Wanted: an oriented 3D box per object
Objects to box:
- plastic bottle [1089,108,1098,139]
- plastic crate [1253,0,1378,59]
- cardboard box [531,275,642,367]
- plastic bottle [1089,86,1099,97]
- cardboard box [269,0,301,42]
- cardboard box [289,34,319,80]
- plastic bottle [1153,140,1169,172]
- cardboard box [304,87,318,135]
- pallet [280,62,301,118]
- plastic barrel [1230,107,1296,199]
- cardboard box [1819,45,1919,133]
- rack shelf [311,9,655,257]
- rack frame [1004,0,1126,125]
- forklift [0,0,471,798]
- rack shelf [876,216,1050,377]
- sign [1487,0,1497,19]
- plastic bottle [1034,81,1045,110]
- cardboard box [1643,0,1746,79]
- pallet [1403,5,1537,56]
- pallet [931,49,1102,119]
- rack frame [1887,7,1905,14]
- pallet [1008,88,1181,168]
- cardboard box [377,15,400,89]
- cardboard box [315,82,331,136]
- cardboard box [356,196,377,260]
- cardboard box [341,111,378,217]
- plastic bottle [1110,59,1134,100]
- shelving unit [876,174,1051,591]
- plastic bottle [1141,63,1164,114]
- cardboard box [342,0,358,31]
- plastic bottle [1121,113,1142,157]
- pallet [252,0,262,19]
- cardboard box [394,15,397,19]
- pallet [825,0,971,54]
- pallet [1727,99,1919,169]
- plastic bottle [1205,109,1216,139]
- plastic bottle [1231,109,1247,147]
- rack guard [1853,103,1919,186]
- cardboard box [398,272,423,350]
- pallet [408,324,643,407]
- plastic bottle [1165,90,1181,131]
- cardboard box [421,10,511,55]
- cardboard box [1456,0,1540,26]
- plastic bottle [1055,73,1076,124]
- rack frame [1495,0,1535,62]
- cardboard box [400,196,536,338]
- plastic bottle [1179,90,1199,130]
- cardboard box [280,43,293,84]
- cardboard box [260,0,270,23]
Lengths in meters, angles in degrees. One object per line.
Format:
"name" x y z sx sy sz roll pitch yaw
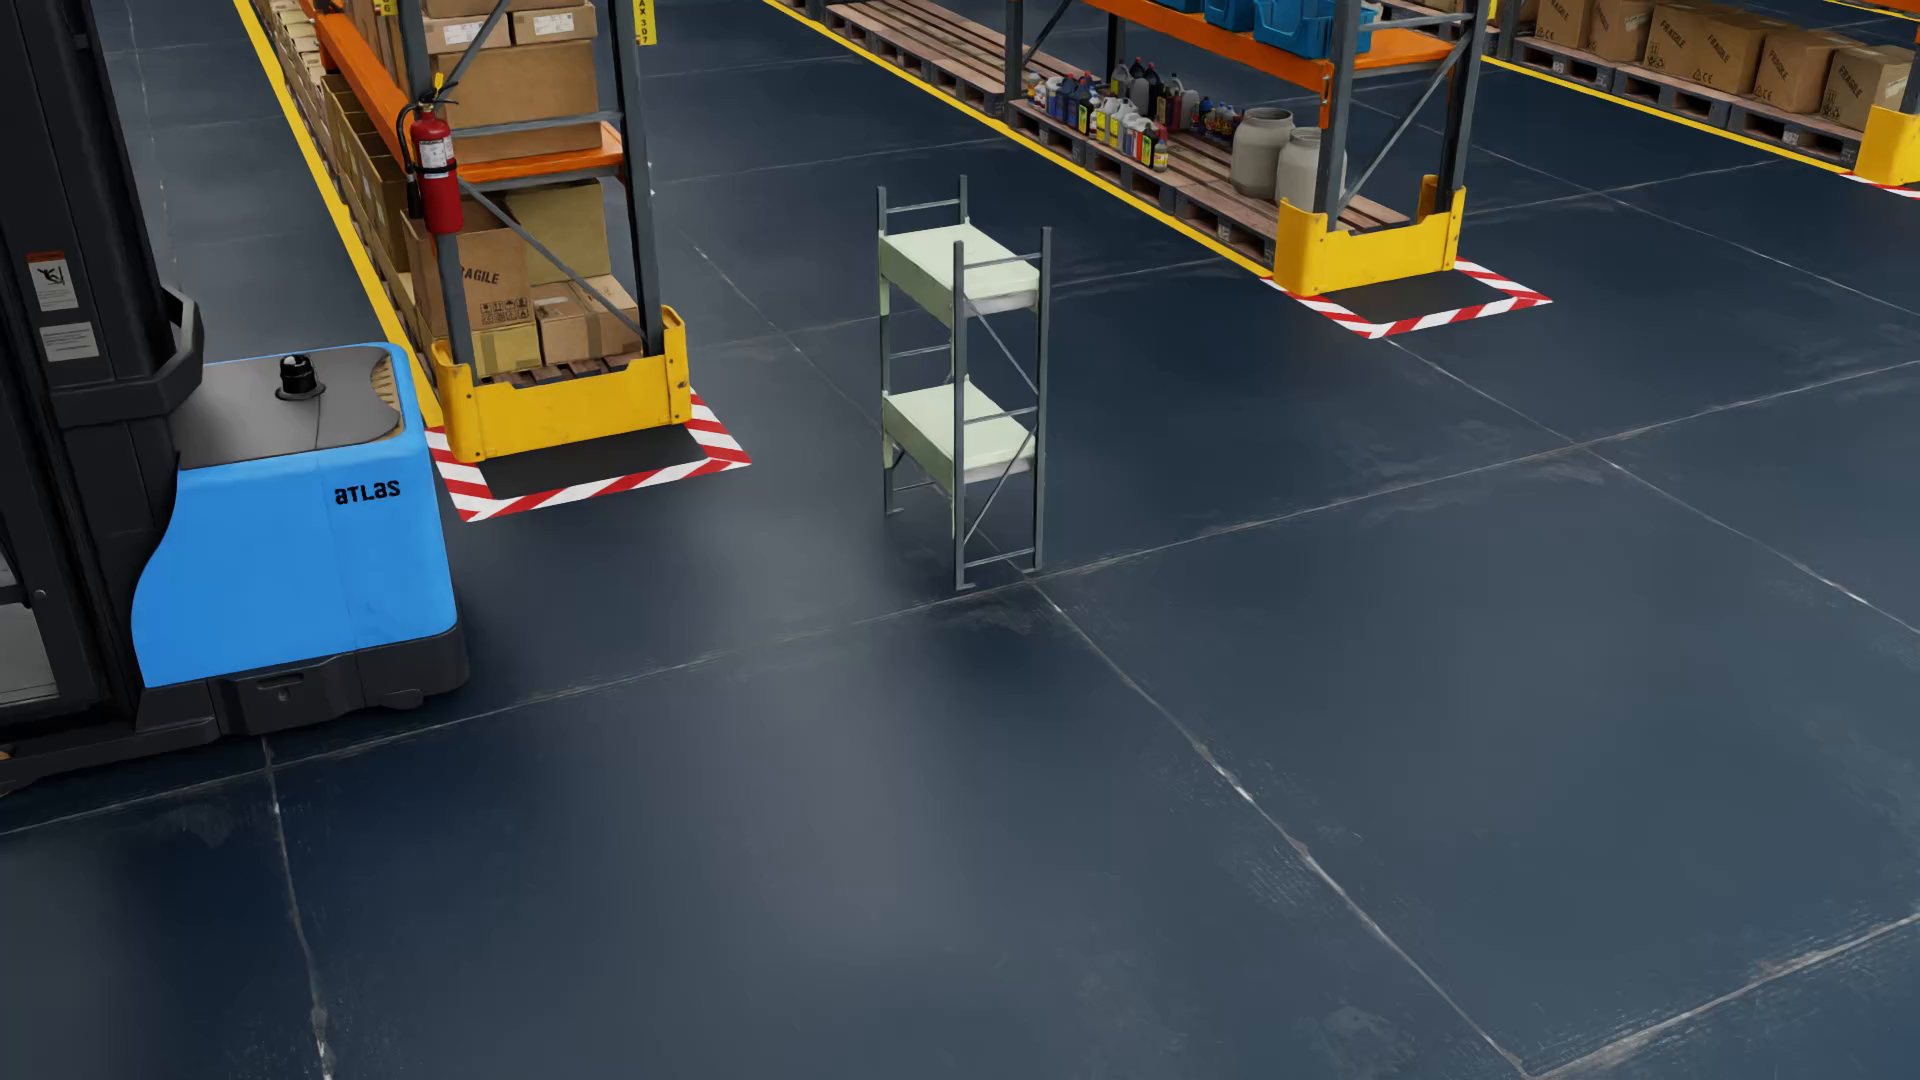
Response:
"plastic bottle" 0.977 -2.991 11.928 0.097 0.201 0.097 0 29 0
"plastic crate" 2.056 -3.003 9.691 0.499 0.251 0.616 -13 32 -22
"cardboard box" -1.963 -1.139 8.596 0.500 0.250 0.500 -13 32 -22
"plastic bottle" 0.967 -3.196 12.223 0.097 0.271 0.097 0 29 0
"cardboard box" -5.409 -4.341 13.733 0.500 0.311 0.500 -12 31 -20
"cardboard box" -4.737 -3.658 12.515 0.500 0.311 0.500 -13 32 -23
"plastic bottle" 1.357 -2.600 11.232 0.097 0.201 0.097 0 29 0
"cardboard box" -4.526 -3.194 12.261 0.500 0.250 0.500 -12 32 -21
"pallet" -5.050 -3.817 13.841 1.003 0.211 1.213 -13 32 -22
"plastic barrel" 1.975 -2.504 10.763 0.421 0.512 0.421 0 29 0
"cardboard box" 6.762 -3.322 12.234 0.500 0.500 0.500 -7 30 -13
"rack shelf" -2.792 -2.441 9.272 1.077 0.370 4.000 -13 32 -22
"rack frame" 0.824 -4.677 12.523 1.000 3.000 0.127 -13 32 -22
"forklift" -3.397 -0.652 5.417 3.031 2.935 1.130 -10 31 -18
"rack shelf" 0.003 -0.992 6.687 0.431 0.370 0.720 -13 32 -22
"sign" 3.040 -3.144 9.507 0.100 0.325 0.005 -13 32 -22
"plastic bottle" 0.609 -3.370 12.605 0.097 0.201 0.097 0 29 0
"cardboard box" 6.023 -4.115 13.649 0.500 0.500 0.500 -16 33 -26
"pallet" 4.962 -4.844 15.673 1.003 0.211 1.213 -13 32 -22
"pallet" 0.452 -3.799 13.809 1.003 0.211 1.213 -13 32 -22
"rack frame" 9.821 -6.714 16.156 1.000 3.000 0.127 -13 32 -22
"pallet" 1.075 -3.155 12.661 1.003 0.211 1.213 -13 32 -22
"cardboard box" -2.790 -2.807 9.087 0.700 0.500 0.500 -12 31 -21
"cardboard box" -4.084 -2.985 11.316 0.500 0.311 0.500 -13 32 -22
"cardboard box" -3.306 -1.910 9.971 0.500 0.250 0.500 -13 32 -22
"cardboard box" -3.305 -2.237 9.788 0.500 0.500 0.500 -13 32 -22
"plastic bottle" 1.231 -3.459 12.610 0.144 0.351 0.185 -13 32 -22
"shelving unit" 0.003 -0.651 6.878 0.431 1.500 0.755 -13 32 -22
"plastic bottle" 1.443 -3.404 12.513 0.144 0.351 0.185 -15 32 -24
"cardboard box" -3.455 -3.487 10.300 0.700 0.500 0.500 -14 32 -23
"plastic bottle" 1.214 -2.811 11.532 0.152 0.276 0.135 -14 32 -23
"pallet" -6.702 -5.604 17.029 1.003 0.211 1.213 -13 32 -22
"cardboard box" -2.599 -2.667 8.173 0.380 0.149 0.250 -13 32 -21
"pallet" -0.595 -4.877 15.732 1.003 0.211 1.213 -13 32 -22
"pallet" 6.665 -3.133 12.622 1.003 0.211 1.213 -13 32 -22
"plastic bottle" 1.812 -2.987 11.921 0.097 0.201 0.097 0 29 0
"plastic bottle" 1.964 -2.887 11.659 0.061 0.283 0.133 -13 32 -21
"rack guard" 6.982 -2.893 11.898 1.175 0.500 0.348 -13 32 -22
"cardboard box" -2.656 -1.248 8.791 0.500 0.250 0.500 -13 32 -22
"pallet" -2.300 -0.984 8.789 1.003 0.211 1.213 -13 32 -22
"plastic bottle" 1.552 -3.137 12.105 0.061 0.283 0.133 -13 32 -22
"cardboard box" -2.270 -2.327 7.567 0.380 0.149 0.250 -14 32 -23
"cardboard box" 5.053 -5.094 15.373 0.700 0.500 0.500 -16 33 -26
"plastic bottle" 0.796 -3.270 12.272 0.144 0.351 0.185 -12 32 -21
"rack frame" 5.298 -5.717 14.378 1.000 3.000 0.127 -13 32 -22
"cardboard box" -2.433 -1.357 8.218 0.500 0.500 0.500 -13 32 -22
"plastic bottle" 1.648 -3.157 12.147 0.152 0.276 0.135 -12 32 -21
"cardboard box" -5.192 -3.874 13.474 0.500 0.250 0.500 -14 32 -23
"cardboard box" -6.204 -5.099 15.383 0.500 0.500 0.500 -14 32 -24
